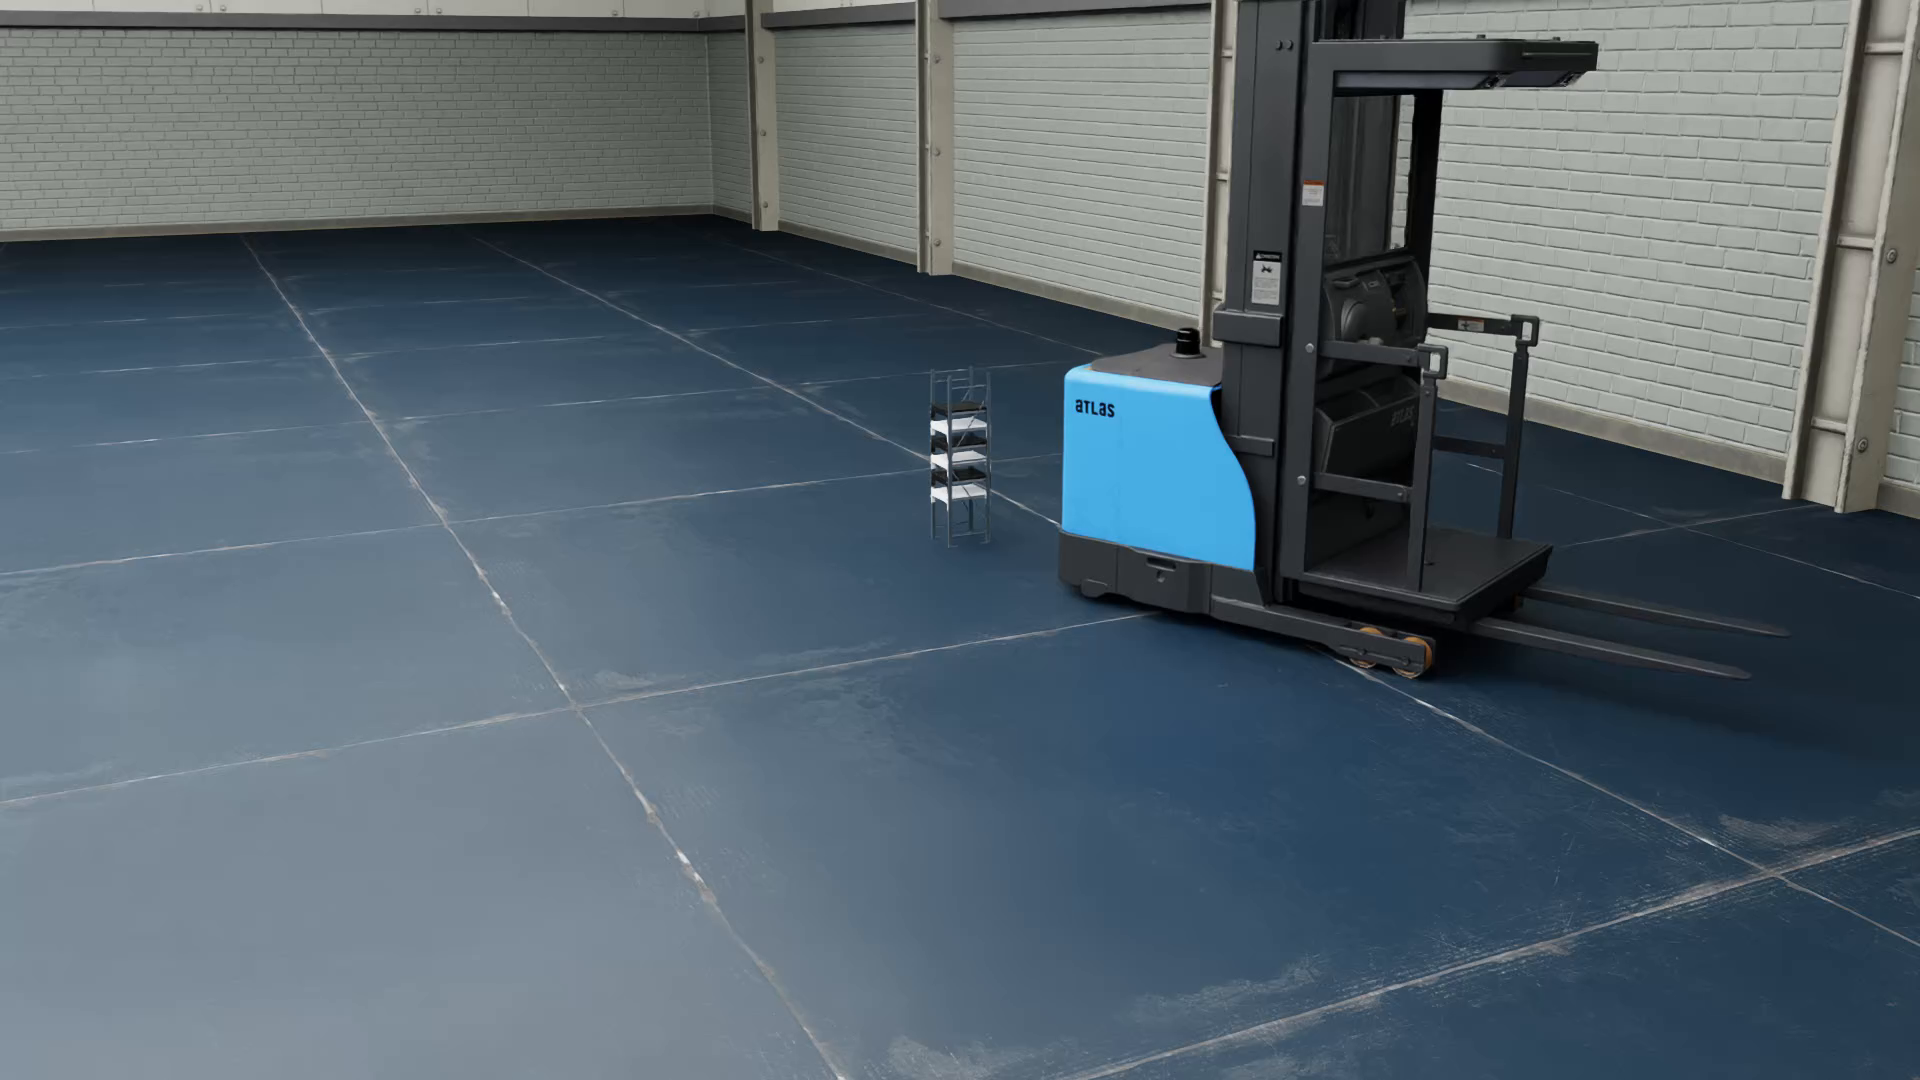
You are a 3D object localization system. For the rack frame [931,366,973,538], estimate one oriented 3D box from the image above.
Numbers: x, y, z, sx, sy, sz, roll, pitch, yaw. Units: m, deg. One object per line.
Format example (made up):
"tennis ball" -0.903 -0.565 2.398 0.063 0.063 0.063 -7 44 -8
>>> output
"rack frame" -0.041 -0.456 8.707 0.240 0.900 0.006 -8 18 -25

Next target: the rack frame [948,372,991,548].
"rack frame" 0.048 -0.405 8.532 0.240 0.900 0.006 -8 18 -25

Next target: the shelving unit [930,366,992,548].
"shelving unit" 0.004 -0.431 8.620 0.258 0.900 0.210 -8 18 -25

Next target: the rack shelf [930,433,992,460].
"rack shelf" 0.004 -0.485 8.604 0.258 0.077 0.200 -8 18 -25

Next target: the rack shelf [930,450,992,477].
"rack shelf" 0.004 -0.398 8.629 0.258 0.077 0.200 -8 18 -25

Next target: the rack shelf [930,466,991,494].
"rack shelf" 0.004 -0.312 8.654 0.258 0.077 0.200 -8 18 -25

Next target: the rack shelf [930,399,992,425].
"rack shelf" 0.004 -0.658 8.554 0.258 0.077 0.200 -8 18 -25

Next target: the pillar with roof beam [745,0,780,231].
"pillar with roof beam" -6.788 -8.483 21.998 9.100 9.000 0.400 -8 18 -25

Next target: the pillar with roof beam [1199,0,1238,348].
"pillar with roof beam" -1.531 -5.508 11.629 9.100 9.000 0.400 -8 18 -25

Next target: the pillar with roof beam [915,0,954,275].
"pillar with roof beam" -4.160 -6.995 16.813 9.100 9.000 0.400 -8 18 -25

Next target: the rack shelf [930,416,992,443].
"rack shelf" 0.004 -0.572 8.579 0.258 0.077 0.200 -8 18 -25

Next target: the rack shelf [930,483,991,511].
"rack shelf" 0.004 -0.225 8.678 0.258 0.077 0.200 -8 18 -25

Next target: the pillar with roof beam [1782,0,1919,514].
"pillar with roof beam" 1.097 -4.020 6.445 9.100 9.000 0.400 -8 18 -25

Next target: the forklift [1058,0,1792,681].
"forklift" 1.933 -1.010 6.957 3.031 2.935 1.130 12 20 37
